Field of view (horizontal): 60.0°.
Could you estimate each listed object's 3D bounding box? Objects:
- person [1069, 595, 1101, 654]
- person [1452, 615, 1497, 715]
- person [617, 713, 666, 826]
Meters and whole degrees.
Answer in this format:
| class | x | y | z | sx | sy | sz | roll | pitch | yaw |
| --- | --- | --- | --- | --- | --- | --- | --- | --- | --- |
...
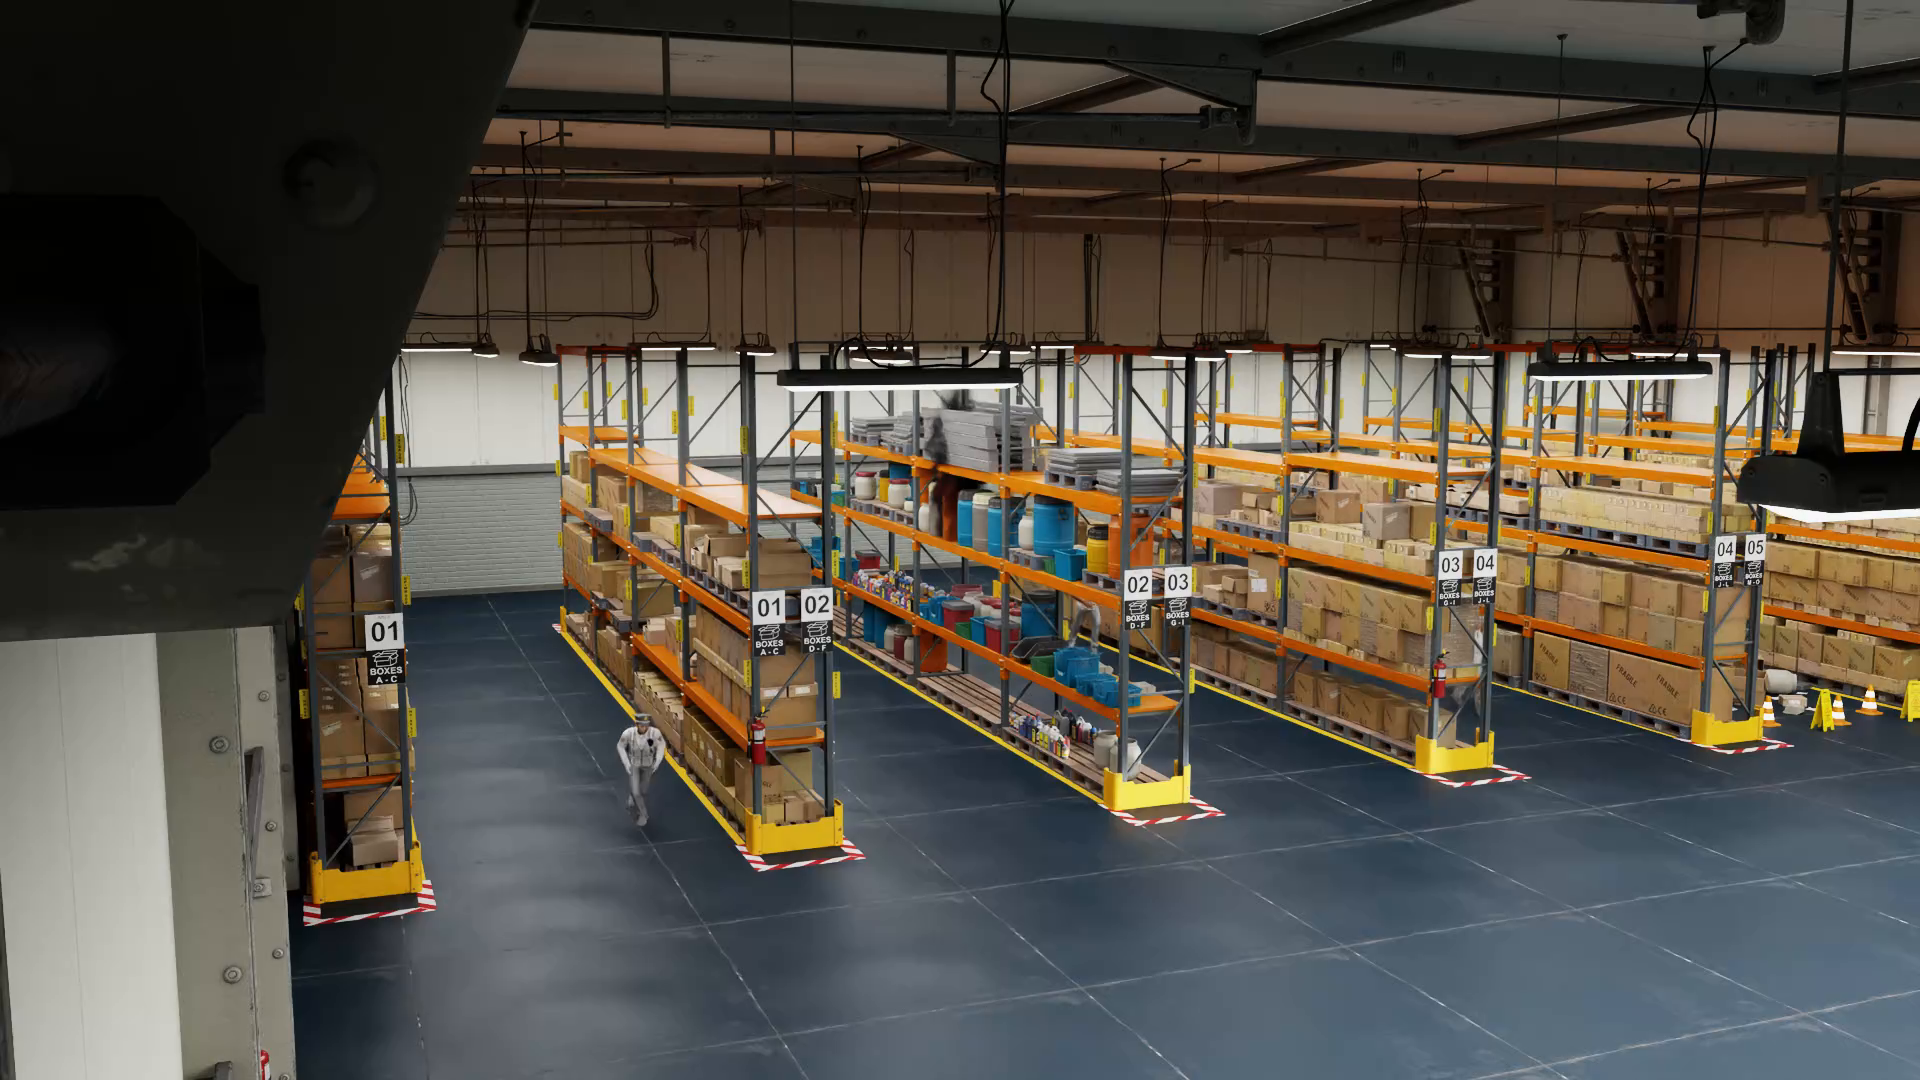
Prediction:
| class | x | y | z | sx | sy | sz | roll | pitch | yaw |
| --- | --- | --- | --- | --- | --- | --- | --- | --- | --- |
| person | 2.392 | 1.298 | 31.440 | 0.743 | 1.680 | 1.038 | -4 | 8 | -31 |
| person | 8.511 | 2.036 | 27.606 | 0.599 | 1.668 | 0.918 | -4 | 8 | -29 |
| person | -4.106 | 2.889 | 21.413 | 0.626 | 1.497 | 0.964 | -2 | 8 | -17 |
